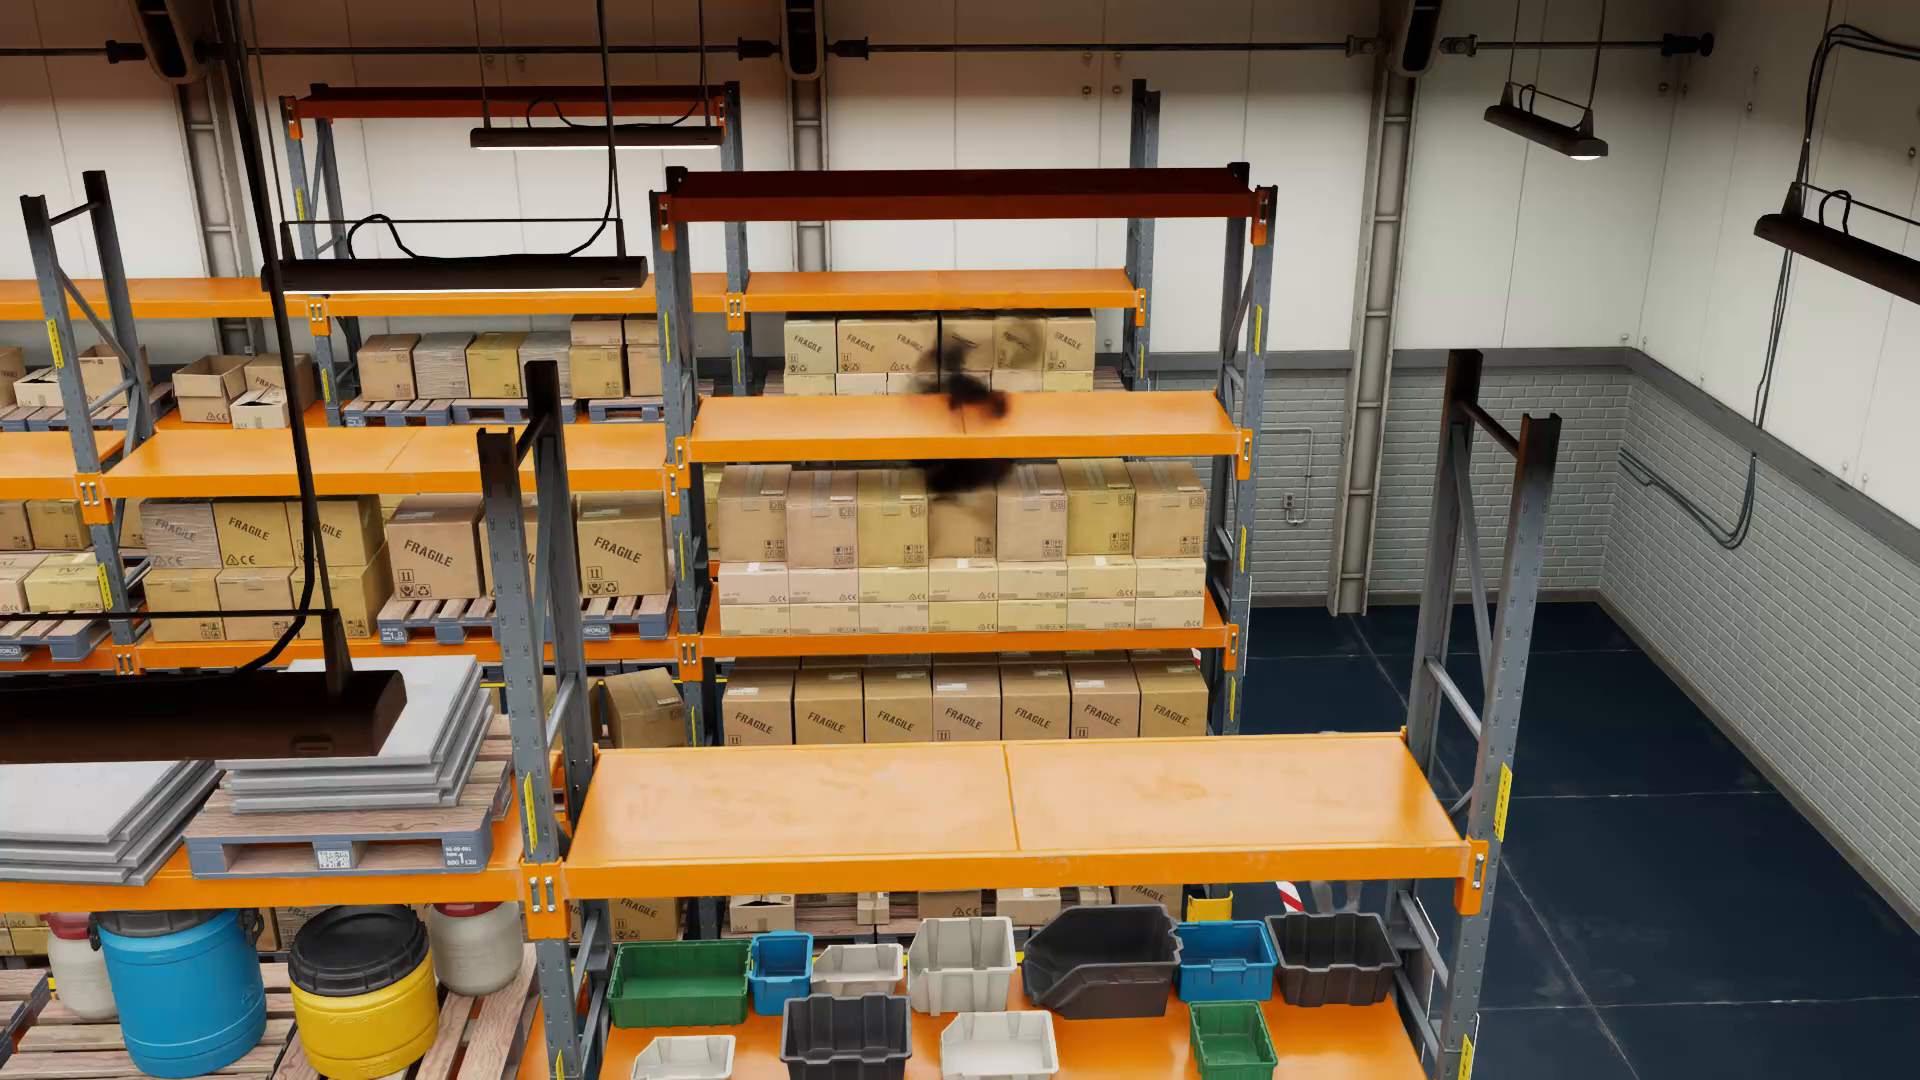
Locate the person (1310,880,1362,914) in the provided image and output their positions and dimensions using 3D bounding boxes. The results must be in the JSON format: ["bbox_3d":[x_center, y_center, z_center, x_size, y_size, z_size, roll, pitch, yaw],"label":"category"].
[{"bbox_3d":[2.856,2.248,12.732,0.580,1.756,0.734,9,24,22],"label":"person"}]
